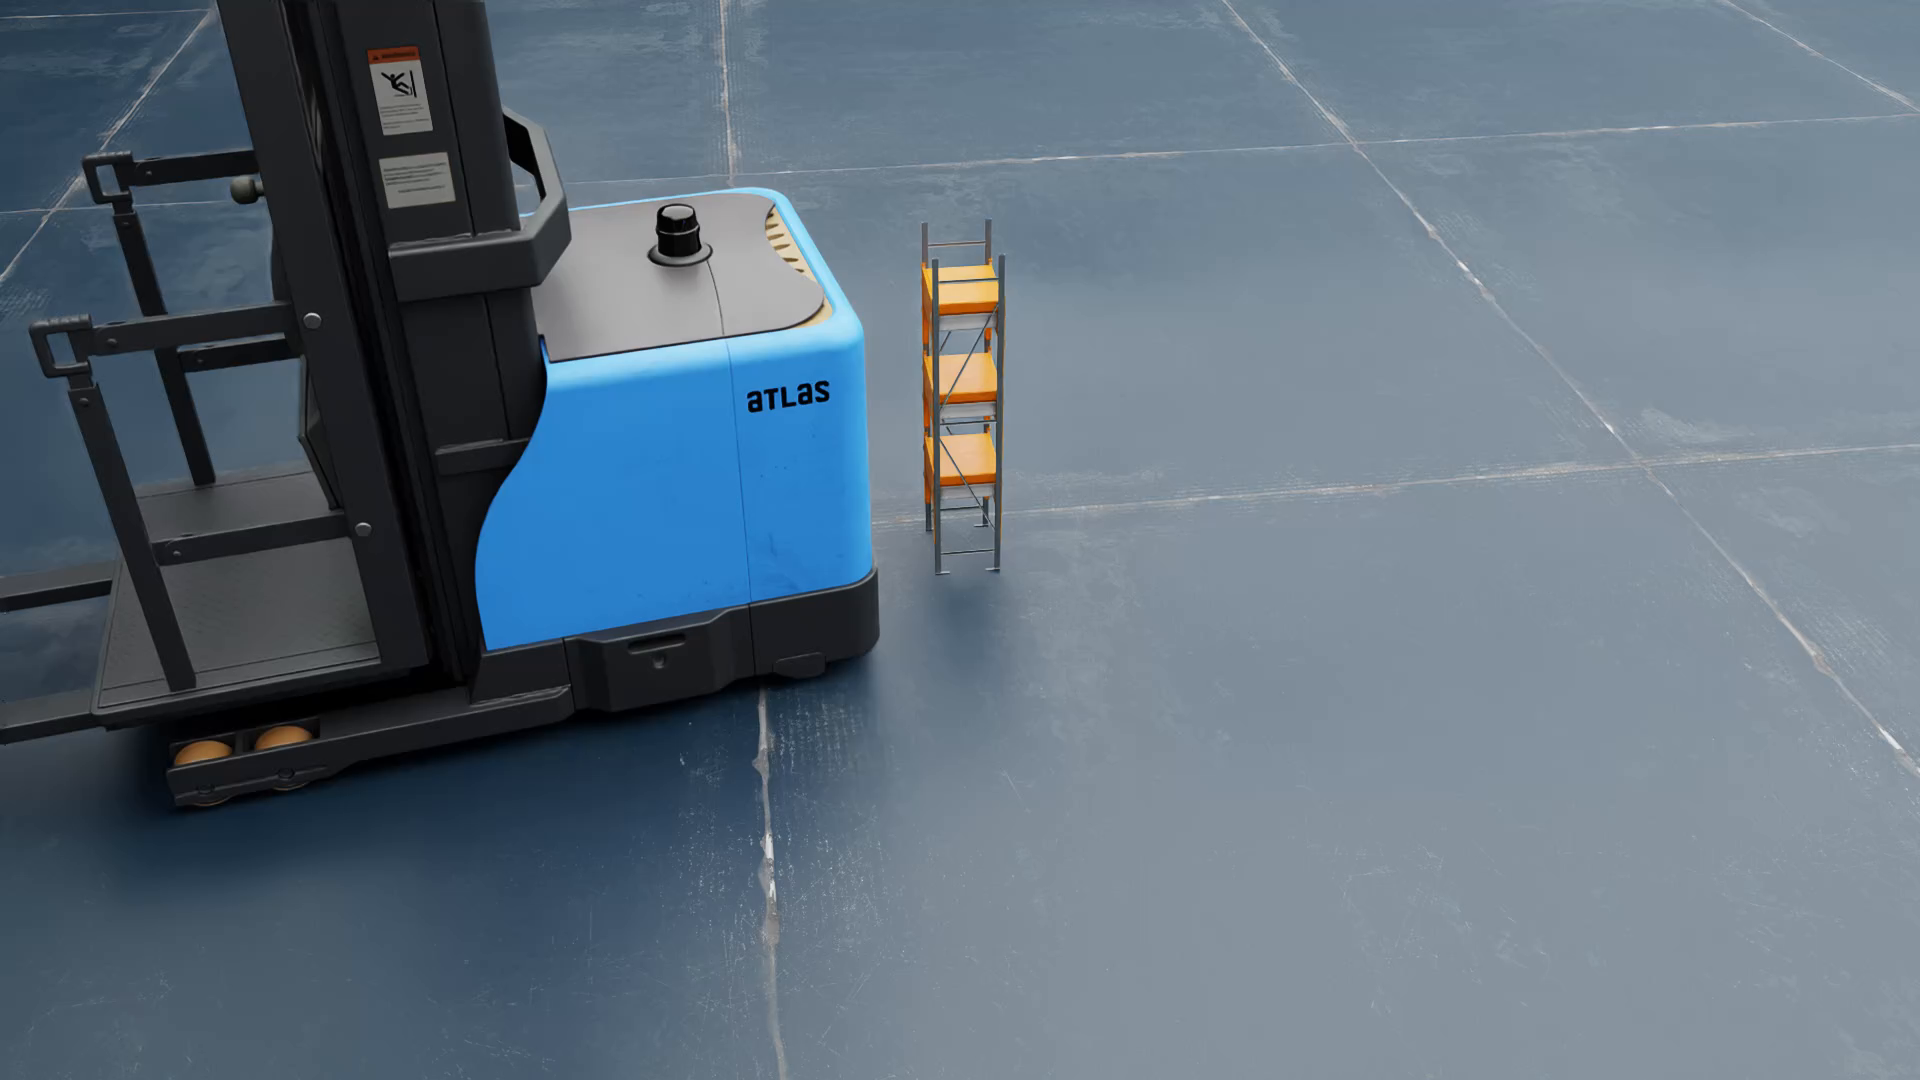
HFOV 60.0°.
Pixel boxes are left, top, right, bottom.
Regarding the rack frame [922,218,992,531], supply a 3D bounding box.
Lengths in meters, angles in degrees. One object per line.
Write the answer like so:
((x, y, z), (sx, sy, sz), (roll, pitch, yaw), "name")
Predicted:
((-0.009, -0.472, 5.010), (0.200, 1.050, 0.008), (-4, 35, -6), "rack frame")

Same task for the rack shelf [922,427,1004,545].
((0.007, -0.166, 5.073), (0.215, 0.259, 0.240), (-4, 35, -6), "rack shelf")

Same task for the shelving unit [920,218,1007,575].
((0.007, -0.404, 4.911), (0.215, 1.050, 0.252), (-4, 35, -6), "shelving unit")

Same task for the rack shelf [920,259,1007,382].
((0.007, -0.630, 4.757), (0.215, 0.259, 0.240), (-4, 35, -6), "rack shelf")

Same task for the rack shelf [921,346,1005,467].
((0.007, -0.395, 4.916), (0.215, 0.259, 0.240), (-4, 35, -6), "rack shelf")

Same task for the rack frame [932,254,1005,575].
((0.024, -0.336, 4.811), (0.200, 1.050, 0.008), (-4, 35, -6), "rack frame")

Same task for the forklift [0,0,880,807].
((-1.804, -0.865, 3.917), (3.031, 2.935, 1.130), (-10, 36, -15), "forklift")
